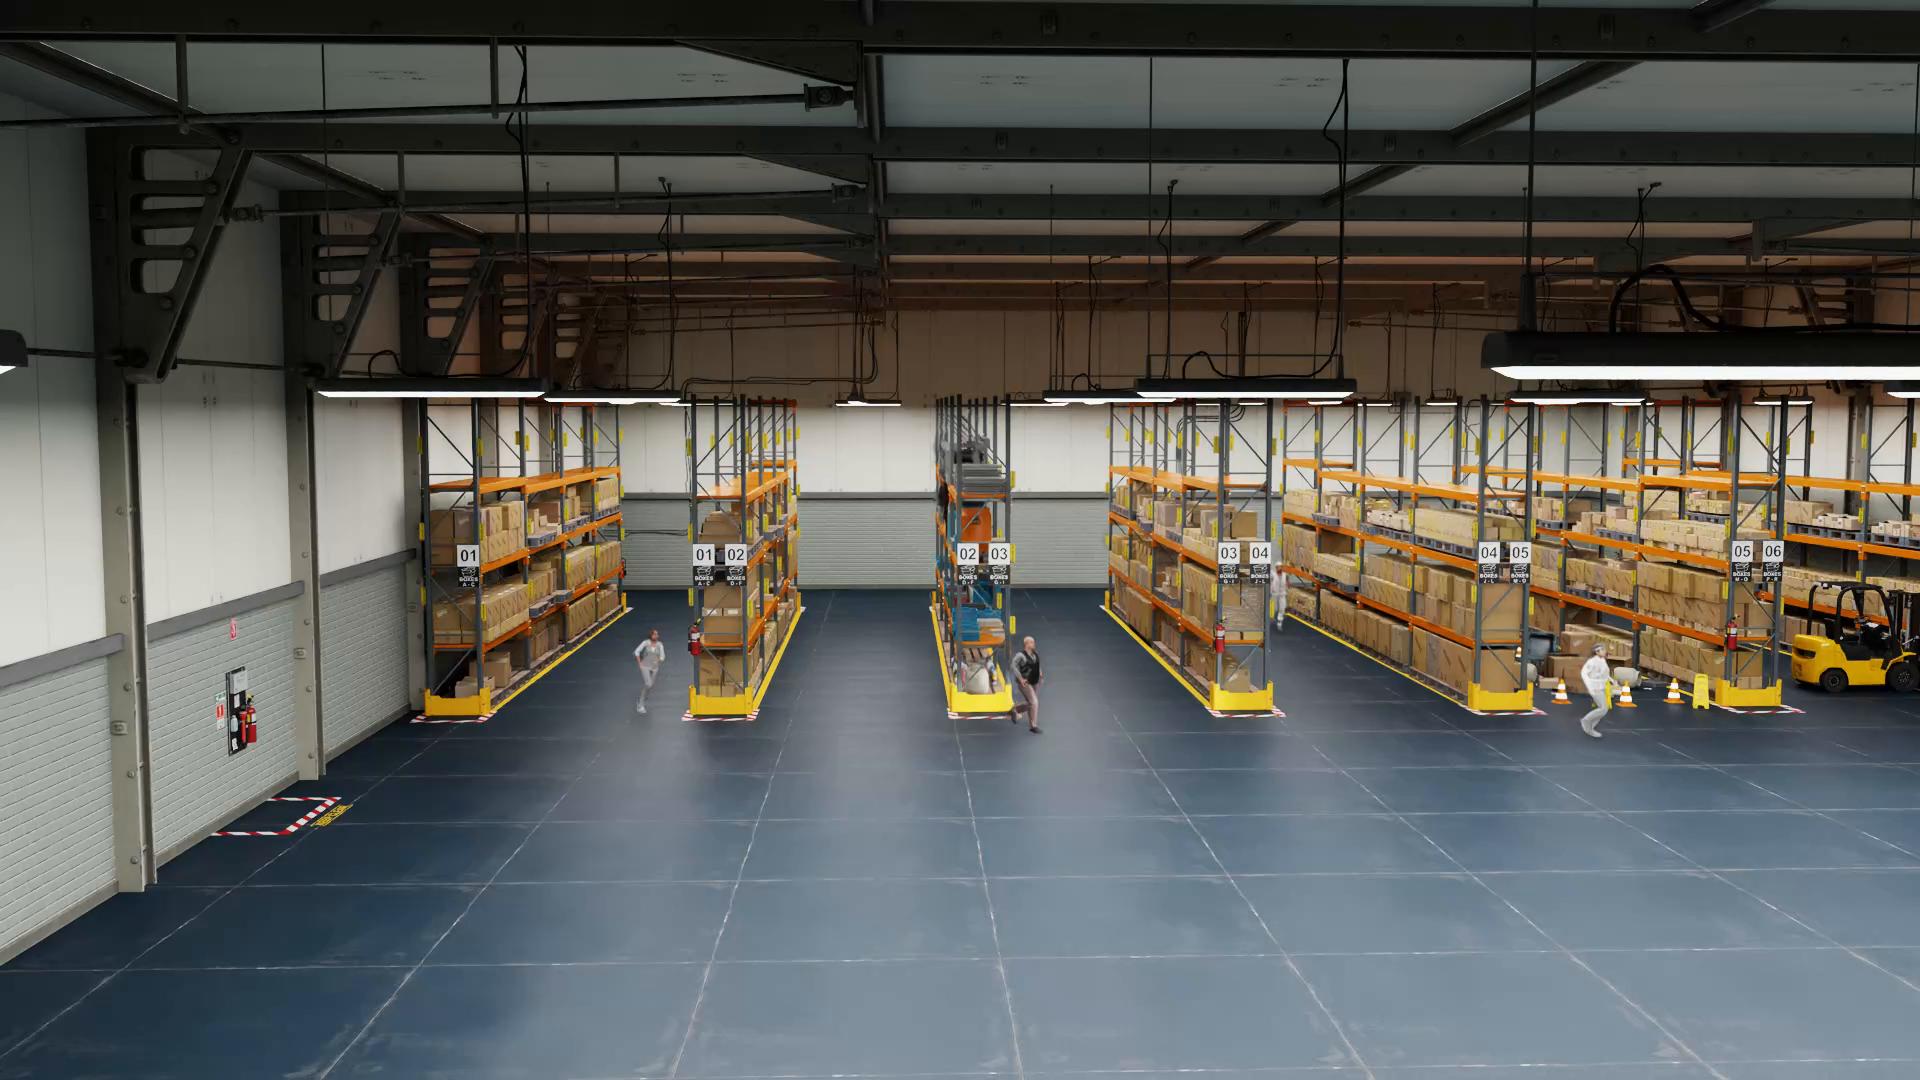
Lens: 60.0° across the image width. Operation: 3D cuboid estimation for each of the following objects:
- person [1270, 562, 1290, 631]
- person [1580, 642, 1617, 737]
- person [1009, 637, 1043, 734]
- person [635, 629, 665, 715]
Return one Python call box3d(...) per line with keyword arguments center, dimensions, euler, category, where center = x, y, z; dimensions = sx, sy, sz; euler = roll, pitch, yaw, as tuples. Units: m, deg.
box3d(center=(8.285, 1.454, 43.281), dimensions=(0.663, 1.788, 0.851), euler=(0, 5, -3), category="person")
box3d(center=(11.183, 2.608, 29.082), dimensions=(0.538, 1.663, 0.630), euler=(4, 6, 45), category="person")
box3d(center=(1.156, 2.558, 29.574), dimensions=(0.822, 1.705, 0.652), euler=(4, 6, 38), category="person")
box3d(center=(-5.842, 2.475, 31.386), dimensions=(0.530, 1.598, 0.615), euler=(-3, 5, -32), category="person")
